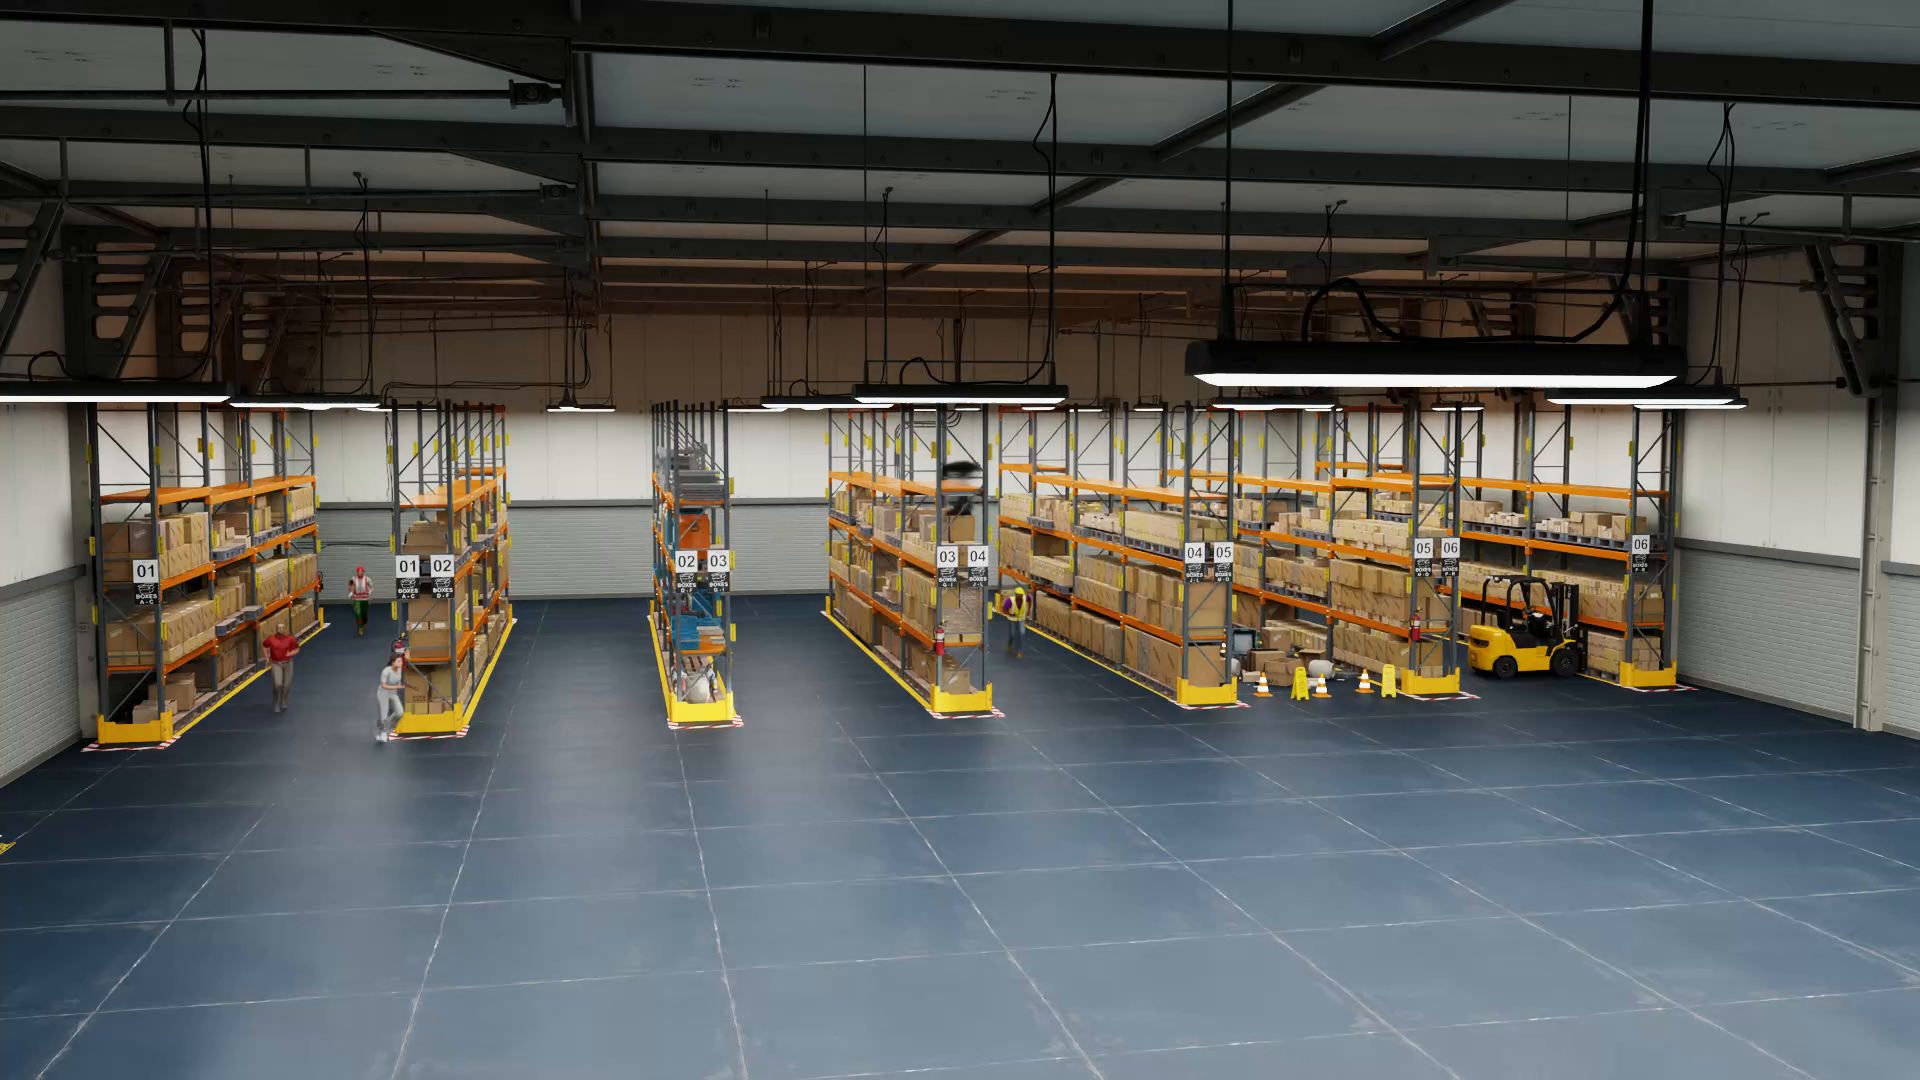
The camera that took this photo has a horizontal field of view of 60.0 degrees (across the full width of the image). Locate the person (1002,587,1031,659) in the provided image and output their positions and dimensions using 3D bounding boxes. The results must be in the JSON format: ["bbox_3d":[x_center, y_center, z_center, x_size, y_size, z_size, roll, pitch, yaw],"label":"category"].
[{"bbox_3d":[1.318,1.939,39.389,0.746,1.719,1.036,-1,4,-17],"label":"person"}]

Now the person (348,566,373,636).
[{"bbox_3d":[-15.632,1.564,43.397,0.625,1.785,0.993,-2,5,-21],"label":"person"}]

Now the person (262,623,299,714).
[{"bbox_3d":[-13.048,2.463,31.986,0.650,1.758,0.722,-2,5,-28],"label":"person"}]

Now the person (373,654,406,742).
[{"bbox_3d":[-9.924,2.741,29.009,0.837,1.552,0.553,3,5,33],"label":"person"}]
